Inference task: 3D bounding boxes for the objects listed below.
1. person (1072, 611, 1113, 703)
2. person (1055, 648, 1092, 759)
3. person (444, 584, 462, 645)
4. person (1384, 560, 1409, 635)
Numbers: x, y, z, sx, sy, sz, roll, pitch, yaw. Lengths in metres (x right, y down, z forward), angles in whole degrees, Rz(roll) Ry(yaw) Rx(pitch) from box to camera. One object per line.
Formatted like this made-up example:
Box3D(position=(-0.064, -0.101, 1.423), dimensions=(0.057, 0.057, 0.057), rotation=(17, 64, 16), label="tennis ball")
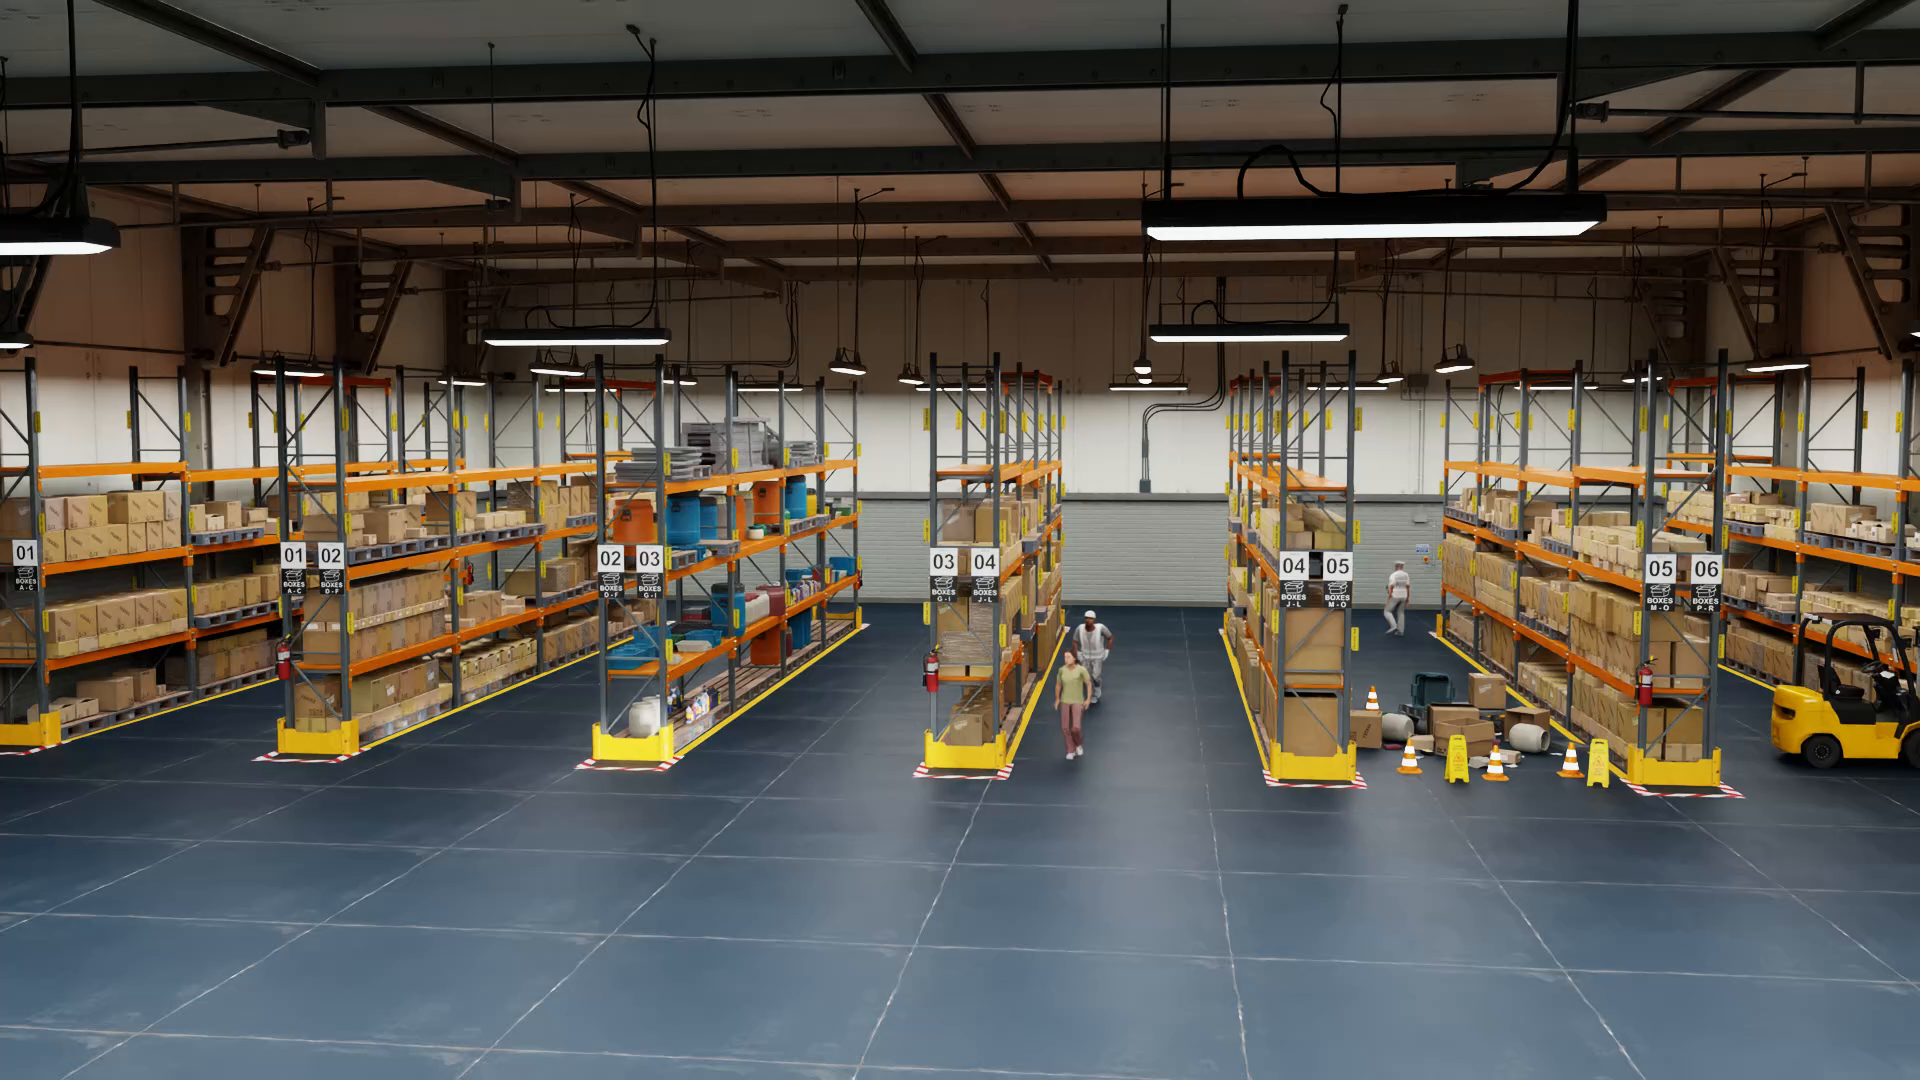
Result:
Box3D(position=(2.356, 2.075, 29.531), dimensions=(0.719, 1.686, 0.633), rotation=(1, 4, 16), label="person")
Box3D(position=(1.700, 2.430, 24.810), dimensions=(0.545, 1.655, 0.502), rotation=(1, 4, 20), label="person")
Box3D(position=(-10.742, 1.712, 35.276), dimensions=(0.531, 1.601, 0.734), rotation=(1, 4, 18), label="person")
Box3D(position=(10.262, 1.365, 39.019), dimensions=(0.679, 1.754, 0.486), rotation=(-2, 4, -24), label="person")
